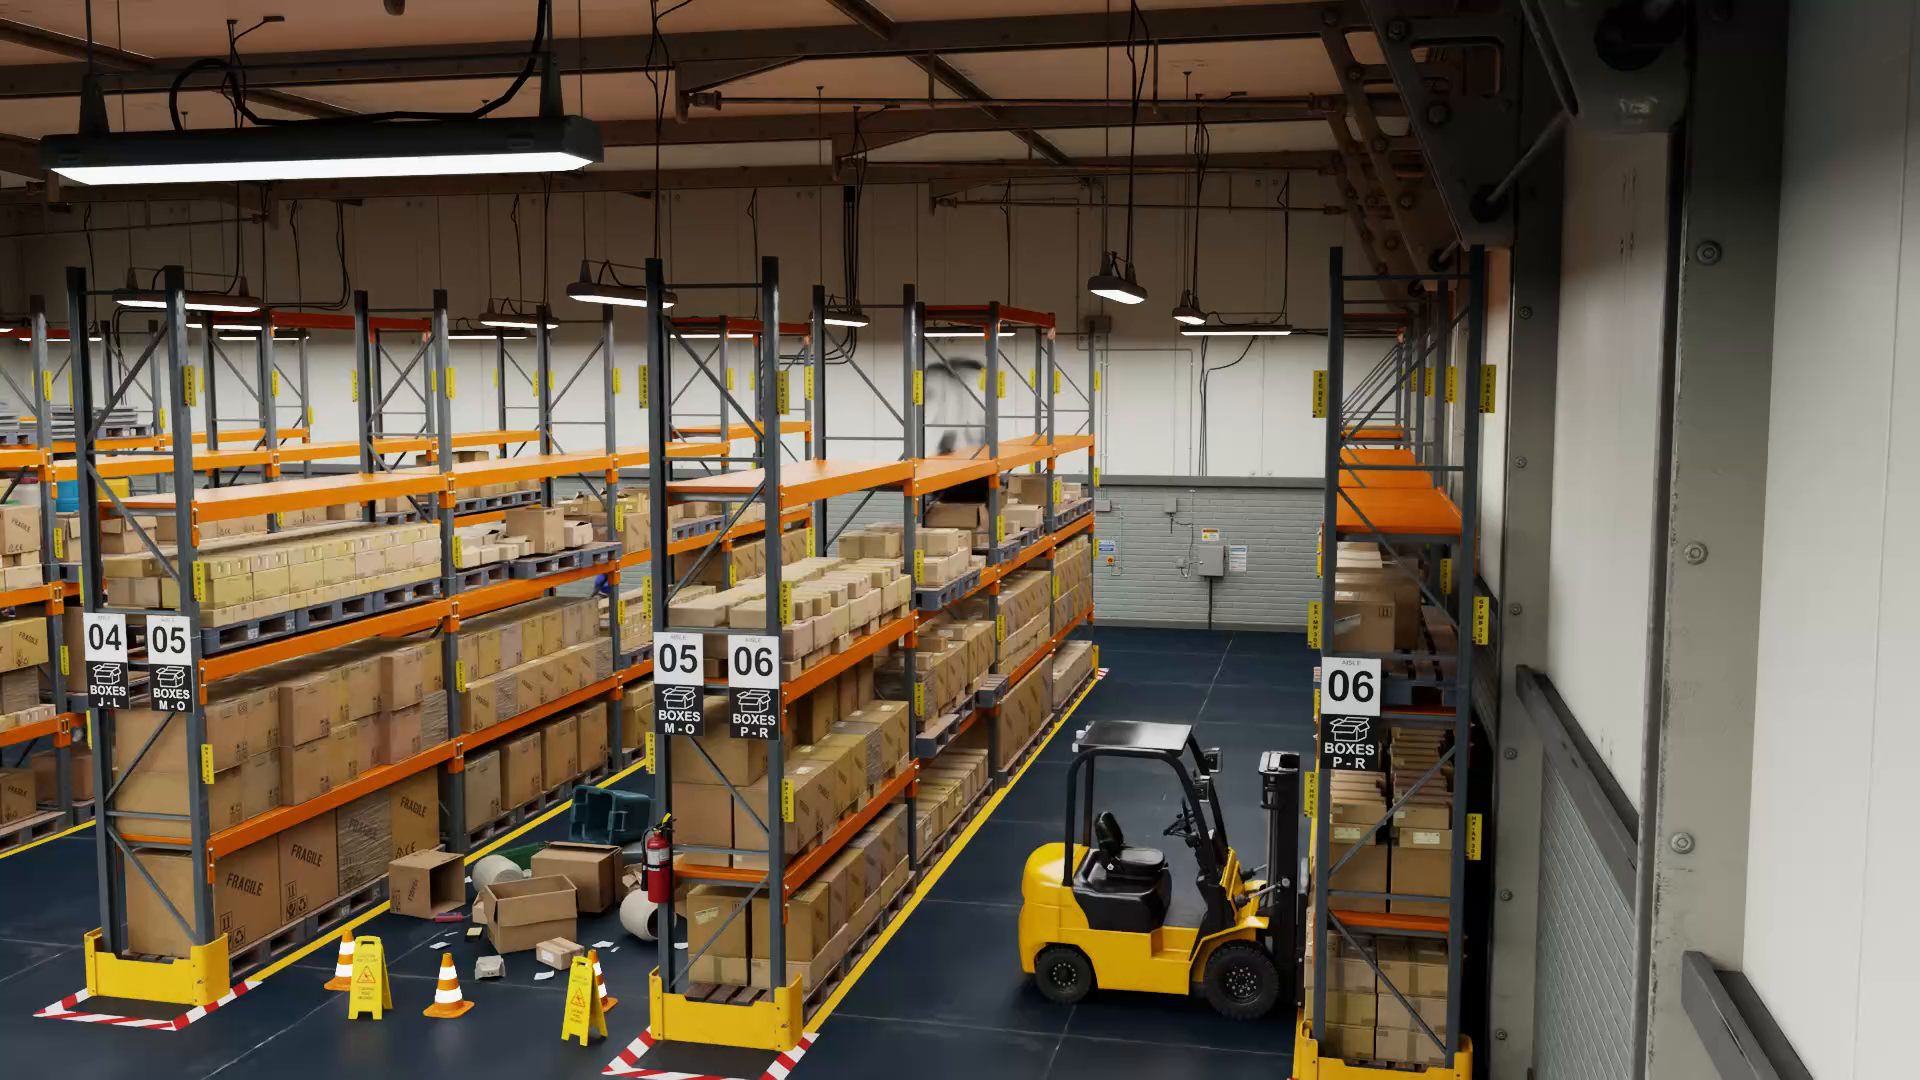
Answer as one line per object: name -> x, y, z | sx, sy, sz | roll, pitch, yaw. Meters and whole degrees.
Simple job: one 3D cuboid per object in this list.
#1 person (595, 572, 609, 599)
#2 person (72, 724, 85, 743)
person -> -6.516, 1.218, 30.960 | 0.563, 1.663, 0.804 | -4, 7, -33
person -> -12.283, 1.930, 23.389 | 0.670, 1.820, 0.751 | 0, 6, -1
